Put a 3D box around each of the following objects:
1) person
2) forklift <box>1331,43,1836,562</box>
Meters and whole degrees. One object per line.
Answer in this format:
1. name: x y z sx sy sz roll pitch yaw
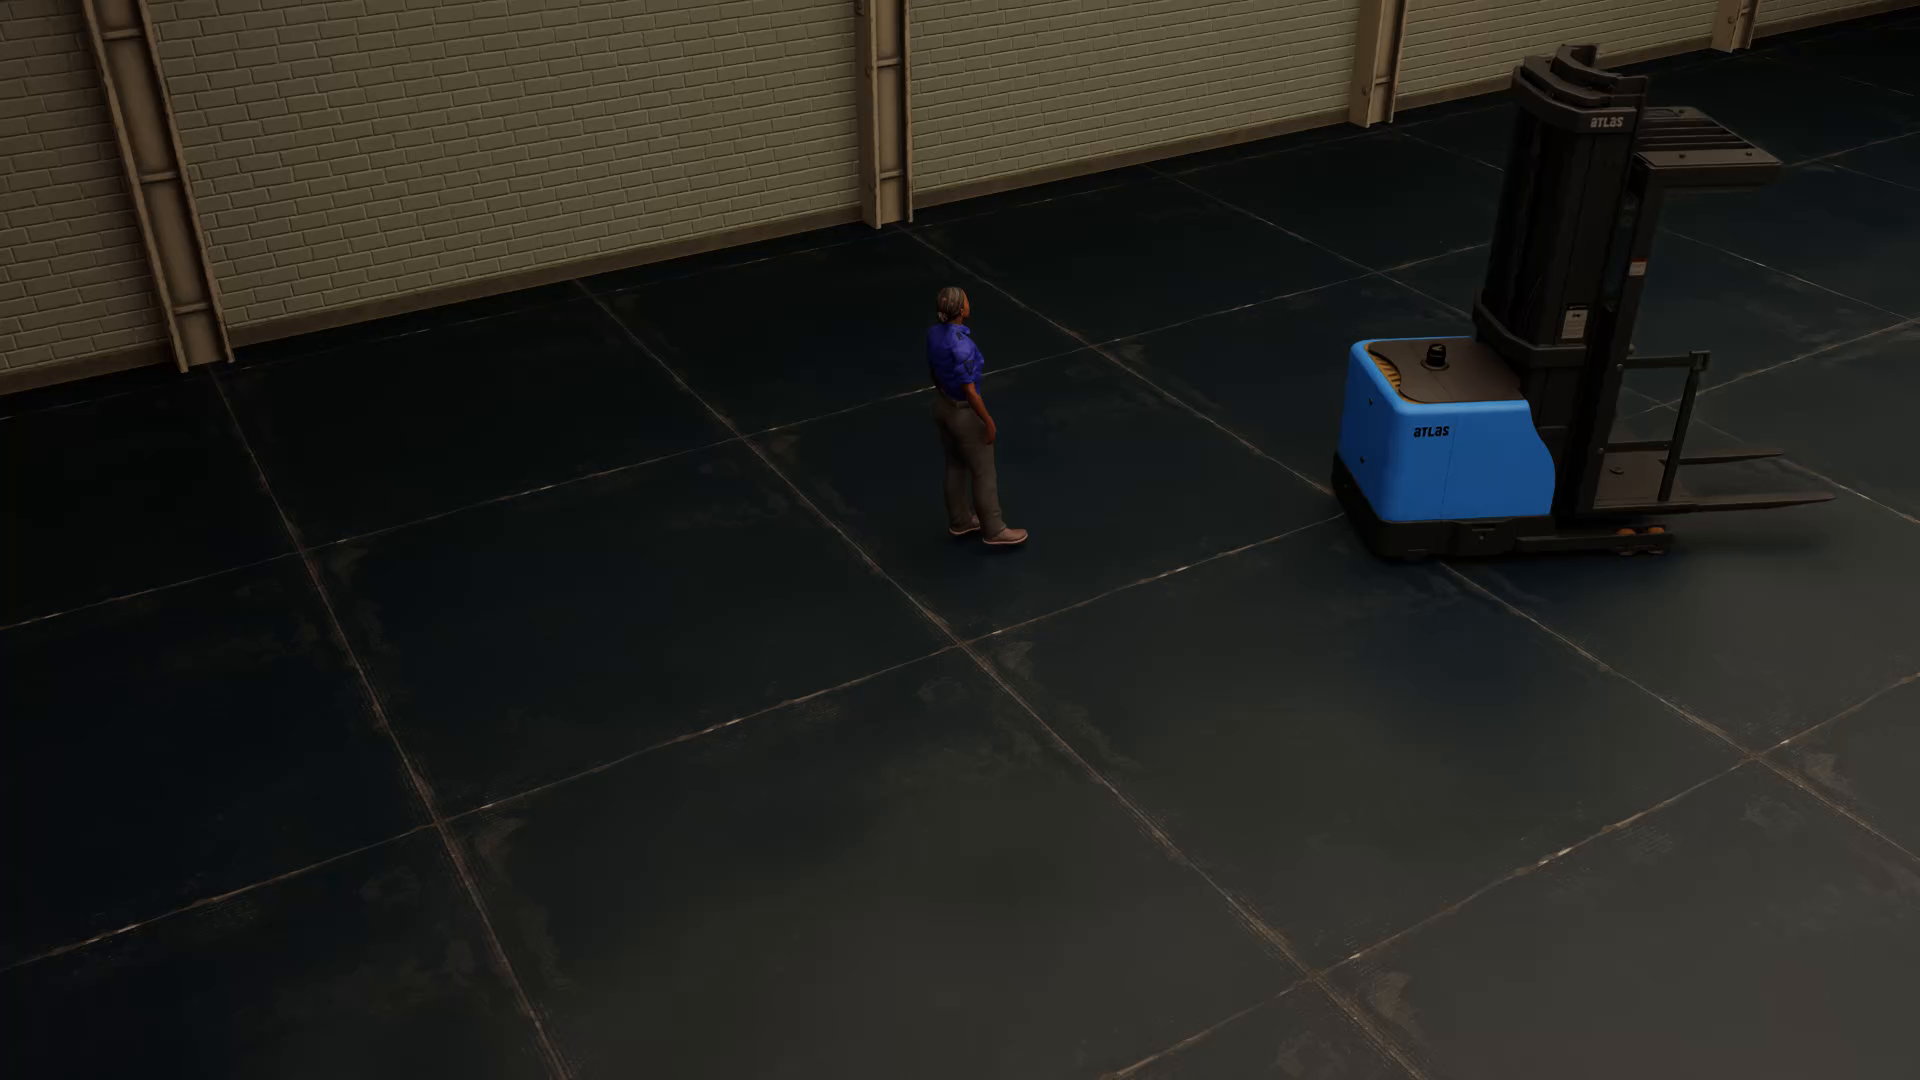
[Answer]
1. person: 0.085 -0.765 10.074 0.503 1.656 0.569 -17 35 -26
2. forklift: 4.002 -1.429 10.034 3.031 2.935 1.130 -3 31 -5
